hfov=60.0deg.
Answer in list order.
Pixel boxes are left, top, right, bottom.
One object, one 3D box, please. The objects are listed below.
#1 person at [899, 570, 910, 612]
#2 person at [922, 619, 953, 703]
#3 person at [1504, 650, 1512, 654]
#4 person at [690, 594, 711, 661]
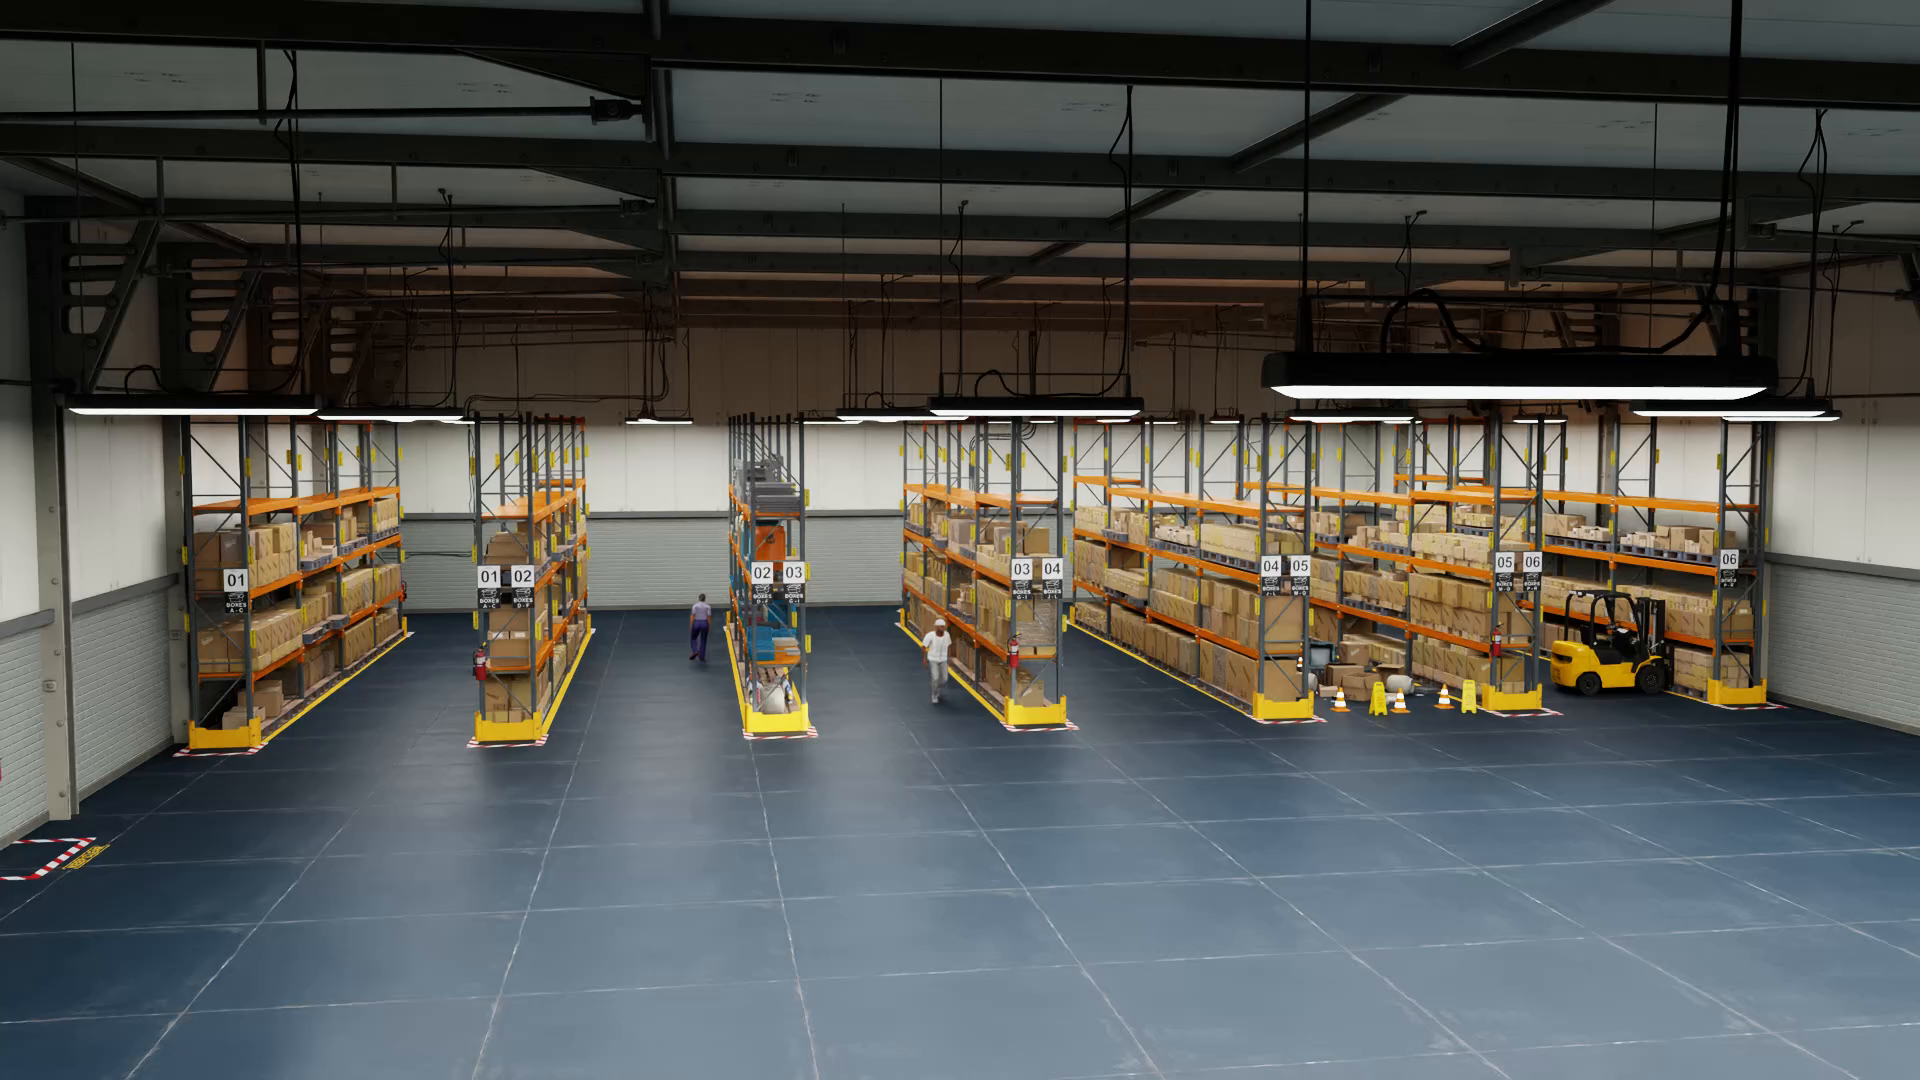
[{"bbox_3d":[-1.626,1.429,51.435,0.600,1.590,0.423,-2,4,-23],"label":"person"},{"bbox_3d":[-0.504,2.501,34.706,0.635,1.744,0.666,-2,4,-27],"label":"person"},{"bbox_3d":[12.272,2.282,37.633,0.619,1.776,0.608,0,4,0],"label":"person"},{"bbox_3d":[-6.336,2.136,40.618,0.531,1.646,0.464,-1,4,-10],"label":"person"}]
